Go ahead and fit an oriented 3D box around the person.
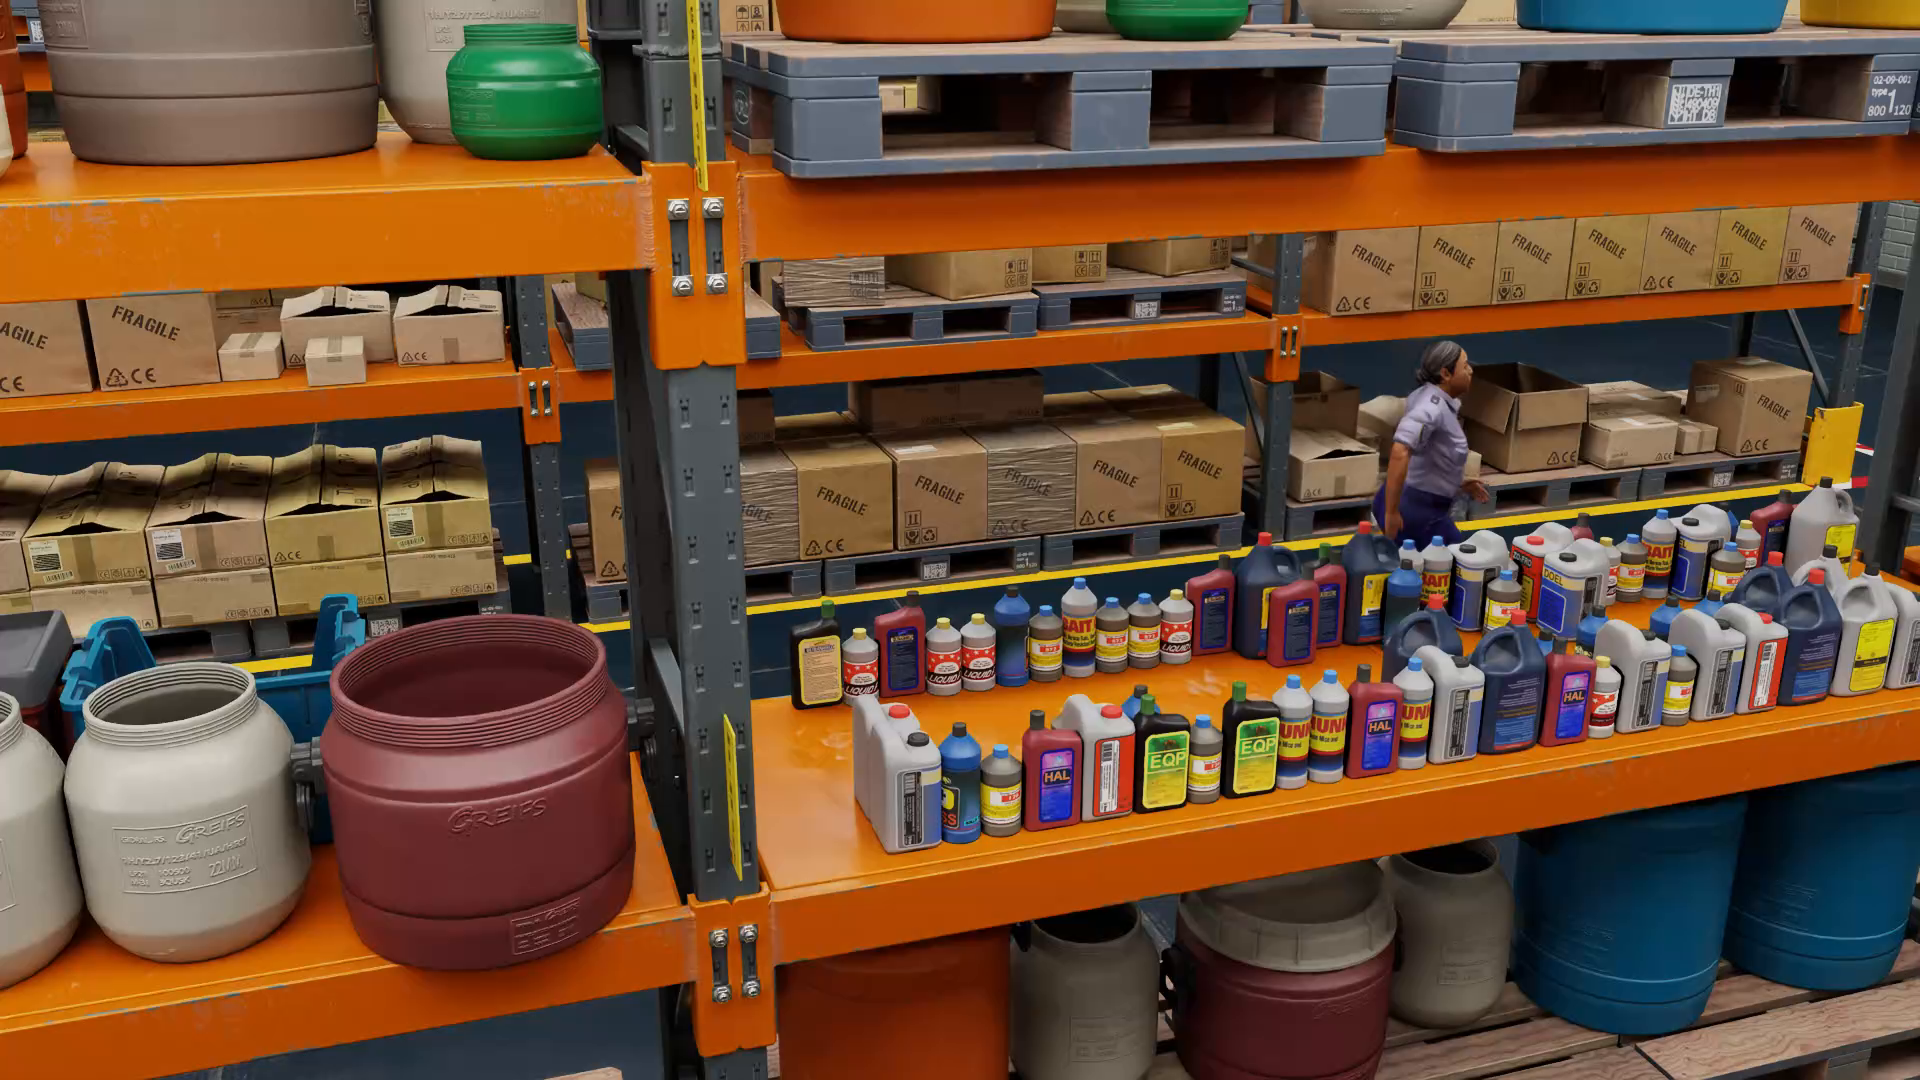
[{"bbox_3d":[2.111,-0.110,7.495,0.586,1.573,0.628,3,20,8],"label":"person"}]
